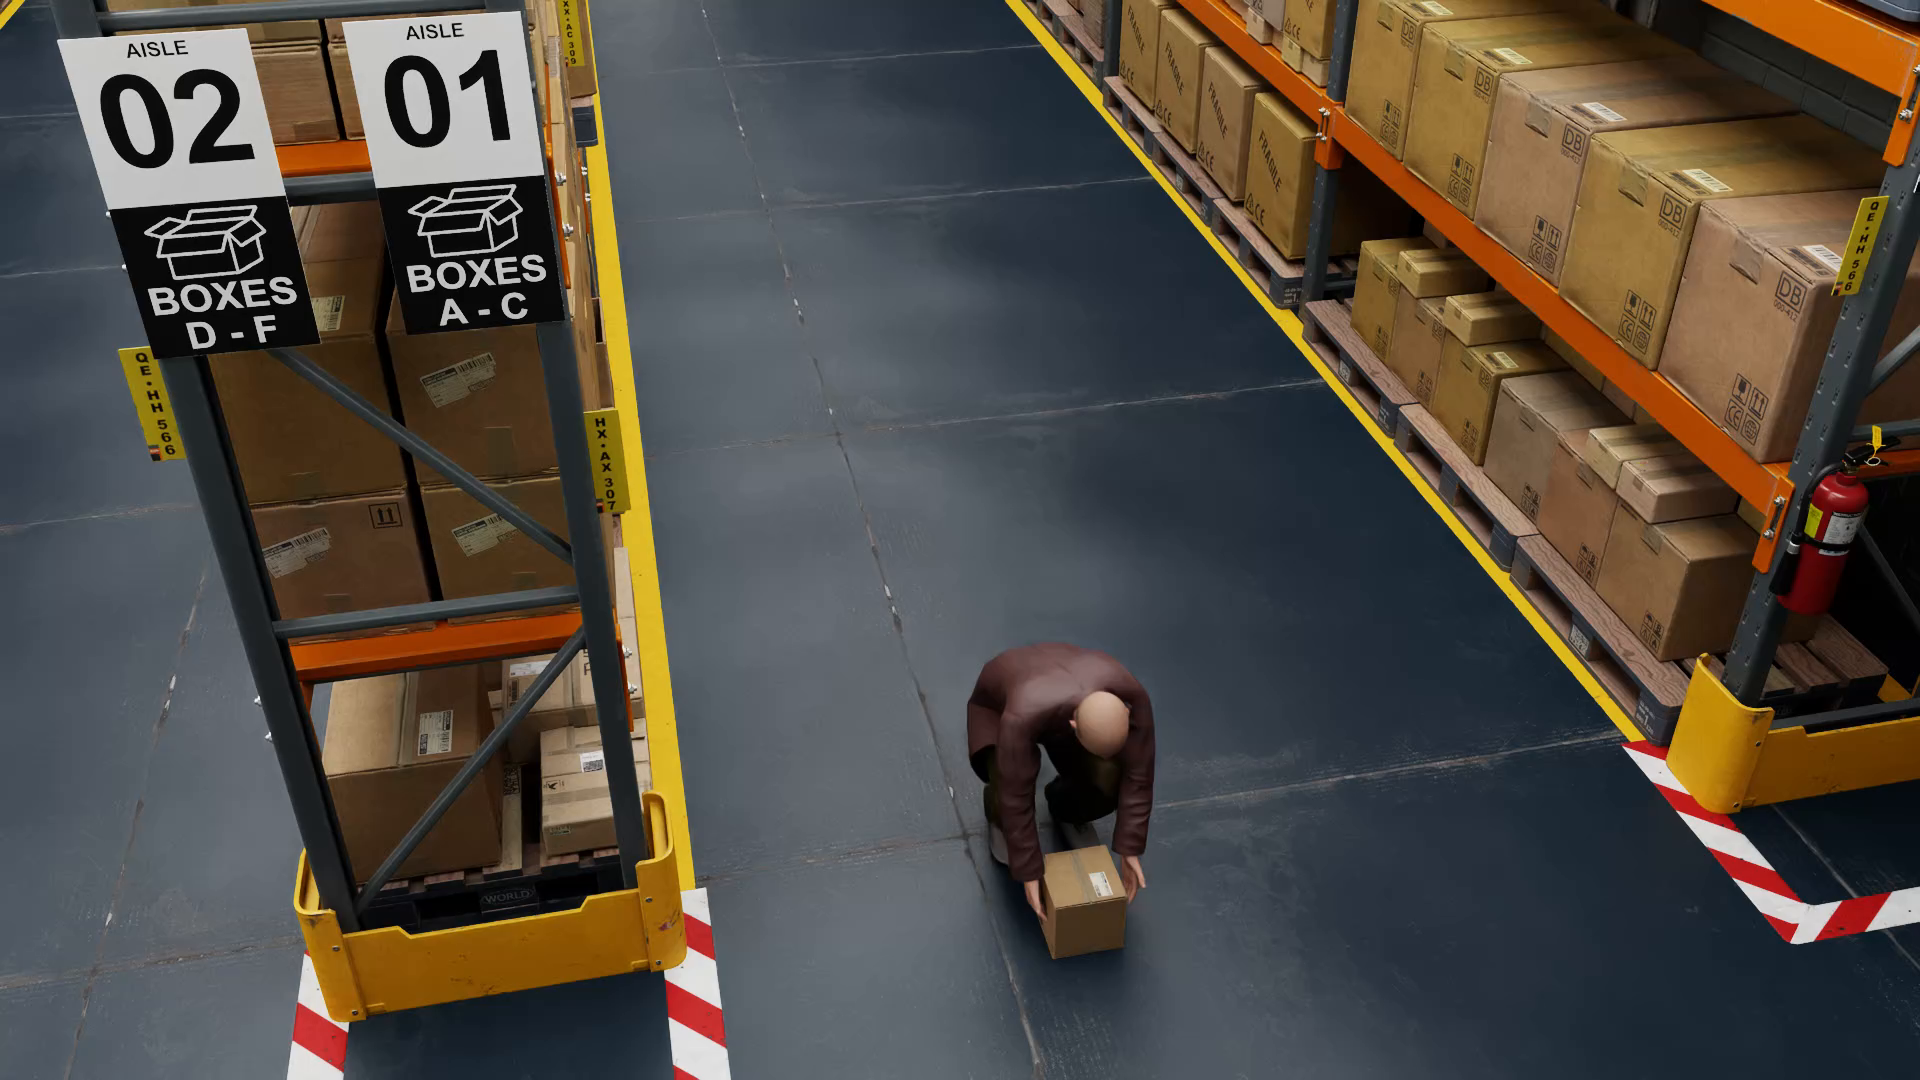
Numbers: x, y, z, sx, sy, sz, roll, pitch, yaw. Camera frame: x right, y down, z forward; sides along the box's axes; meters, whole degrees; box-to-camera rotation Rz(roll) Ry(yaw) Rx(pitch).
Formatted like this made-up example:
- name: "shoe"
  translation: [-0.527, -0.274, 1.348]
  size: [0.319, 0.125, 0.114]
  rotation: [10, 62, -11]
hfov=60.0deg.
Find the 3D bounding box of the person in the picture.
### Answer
- name: "person"
  translation: [0.340, 0.769, 5.808]
  size: [0.609, 0.890, 0.900]
  rotation: [-7, 35, -11]
